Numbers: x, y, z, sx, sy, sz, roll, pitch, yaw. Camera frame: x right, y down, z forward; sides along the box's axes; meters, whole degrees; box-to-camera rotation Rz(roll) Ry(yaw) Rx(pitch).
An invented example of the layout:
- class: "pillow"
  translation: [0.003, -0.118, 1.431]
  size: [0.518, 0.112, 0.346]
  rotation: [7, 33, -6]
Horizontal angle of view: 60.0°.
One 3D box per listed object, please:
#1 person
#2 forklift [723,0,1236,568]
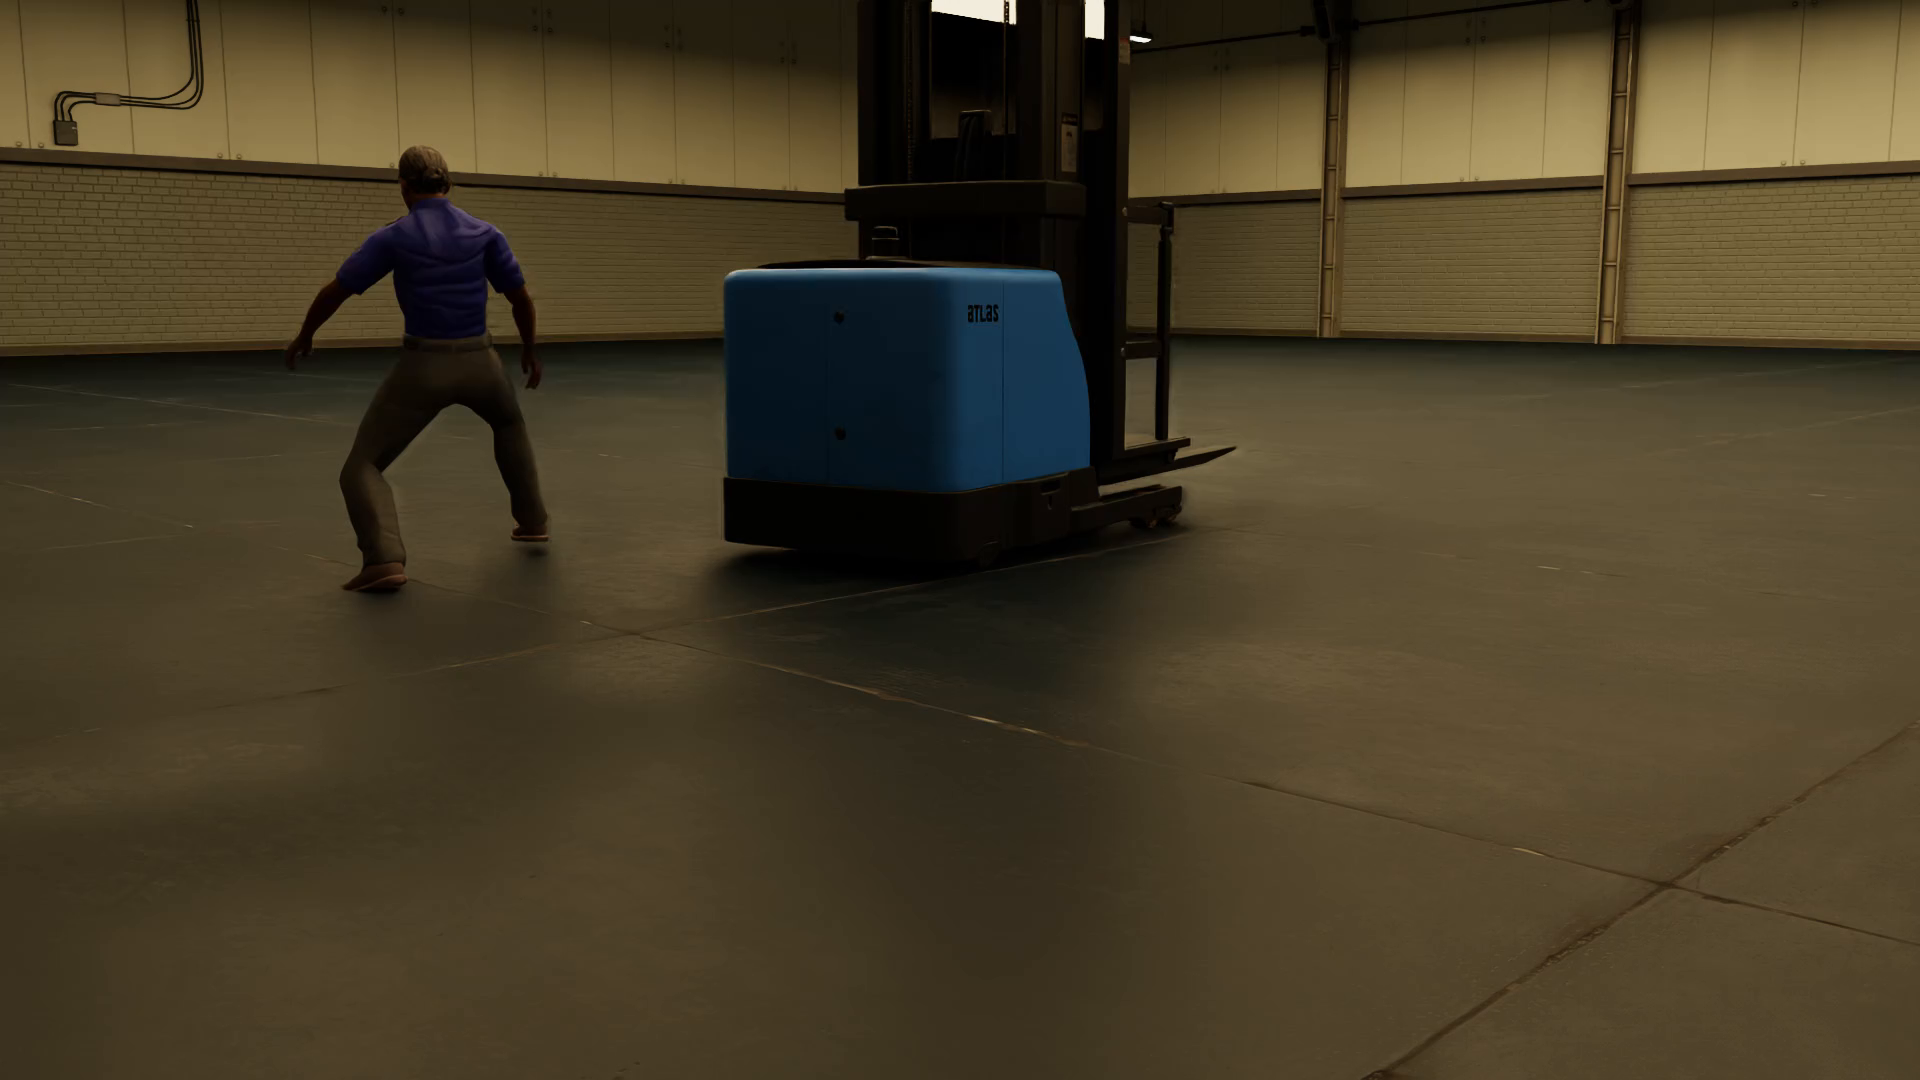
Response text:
- class: "person"
  translation: [-1.872, -0.602, 5.869]
  size: [0.902, 1.527, 0.749]
  rotation: [-5, 10, -28]
- class: "forklift"
  translation: [0.308, -1.528, 7.024]
  size: [1.130, 2.935, 3.031]
  rotation: [5, 10, 31]
